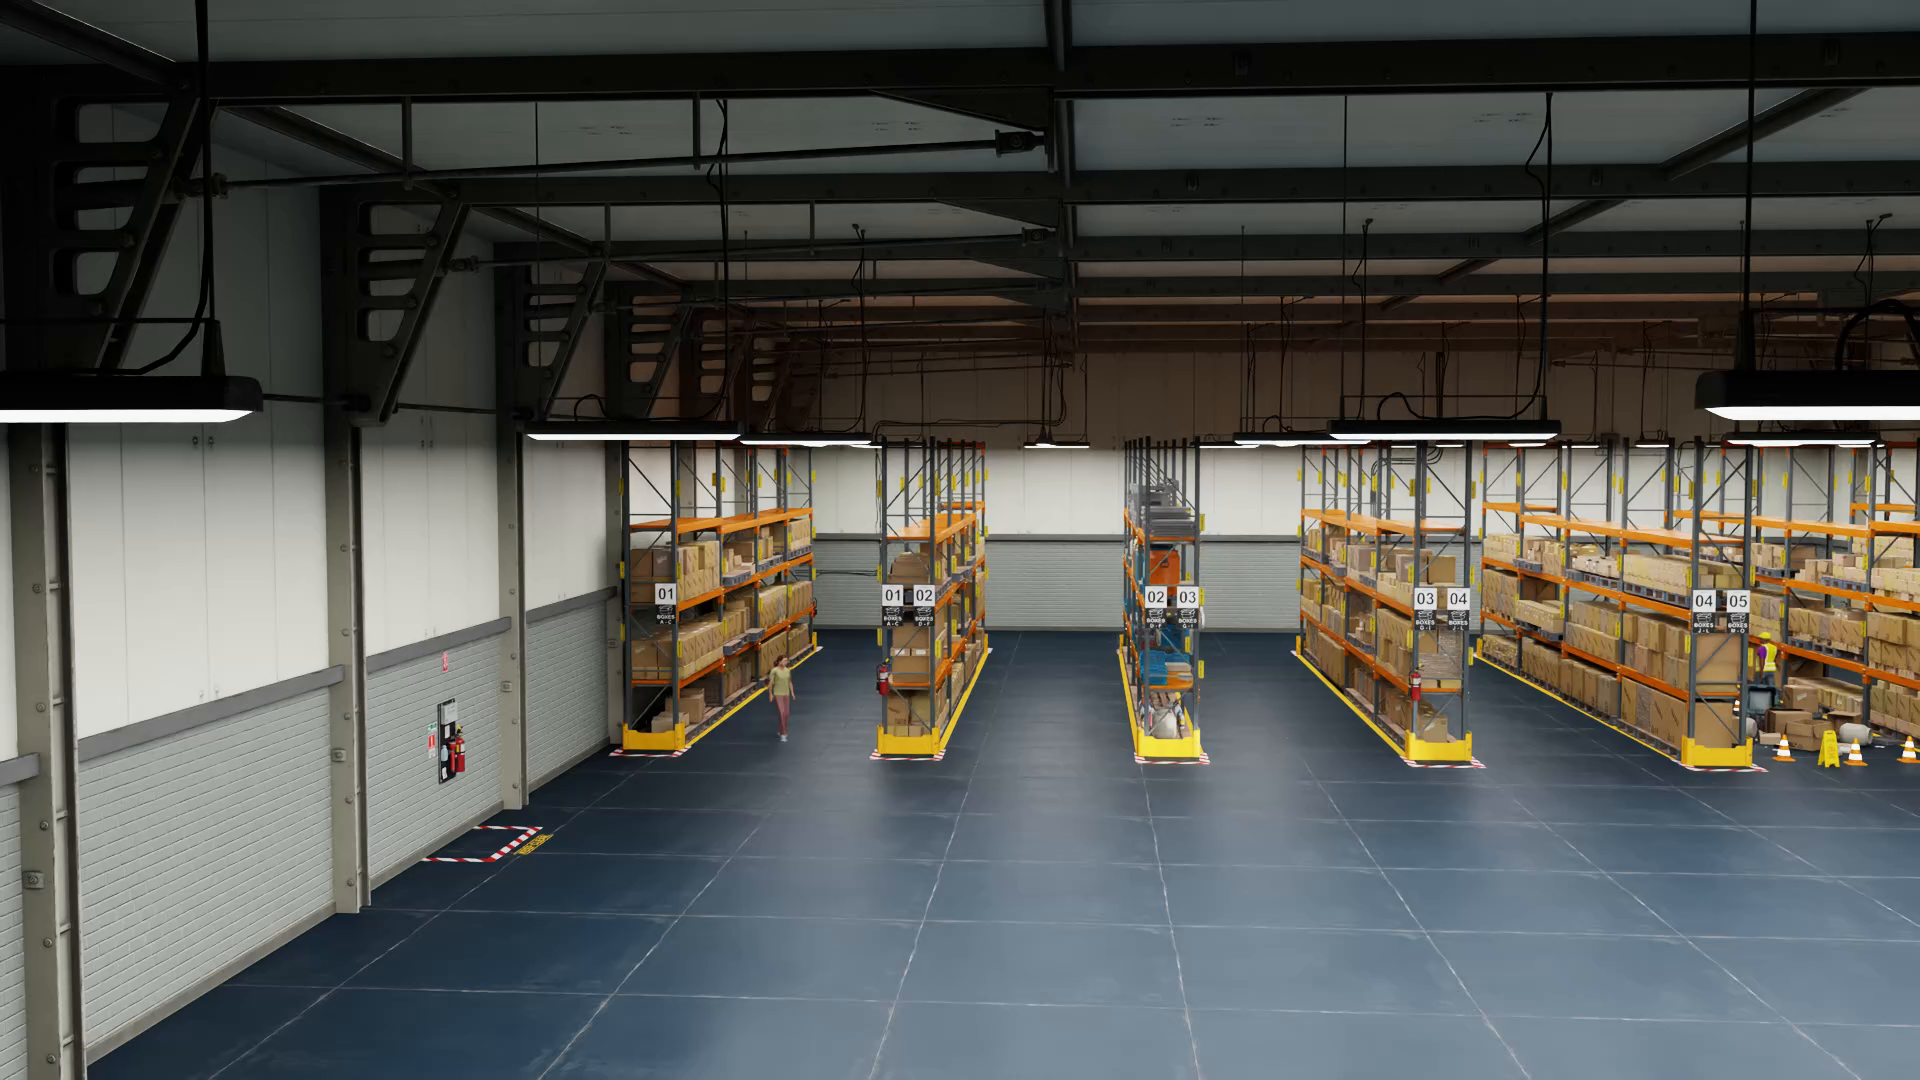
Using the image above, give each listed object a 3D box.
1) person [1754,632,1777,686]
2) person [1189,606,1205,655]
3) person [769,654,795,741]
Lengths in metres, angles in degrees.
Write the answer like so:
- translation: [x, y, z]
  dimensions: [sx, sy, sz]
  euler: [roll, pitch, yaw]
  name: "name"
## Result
- translation: [17.677, 2.919, 36.396]
  dimensions: [0.551, 1.808, 0.602]
  euler: [0, 3, -7]
  name: "person"
- translation: [6.649, 2.391, 46.953]
  dimensions: [0.520, 1.713, 0.577]
  euler: [0, 3, 6]
  name: "person"
- translation: [-3.502, 3.134, 33.092]
  dimensions: [0.470, 1.720, 0.592]
  euler: [-3, 4, -41]
  name: "person"
